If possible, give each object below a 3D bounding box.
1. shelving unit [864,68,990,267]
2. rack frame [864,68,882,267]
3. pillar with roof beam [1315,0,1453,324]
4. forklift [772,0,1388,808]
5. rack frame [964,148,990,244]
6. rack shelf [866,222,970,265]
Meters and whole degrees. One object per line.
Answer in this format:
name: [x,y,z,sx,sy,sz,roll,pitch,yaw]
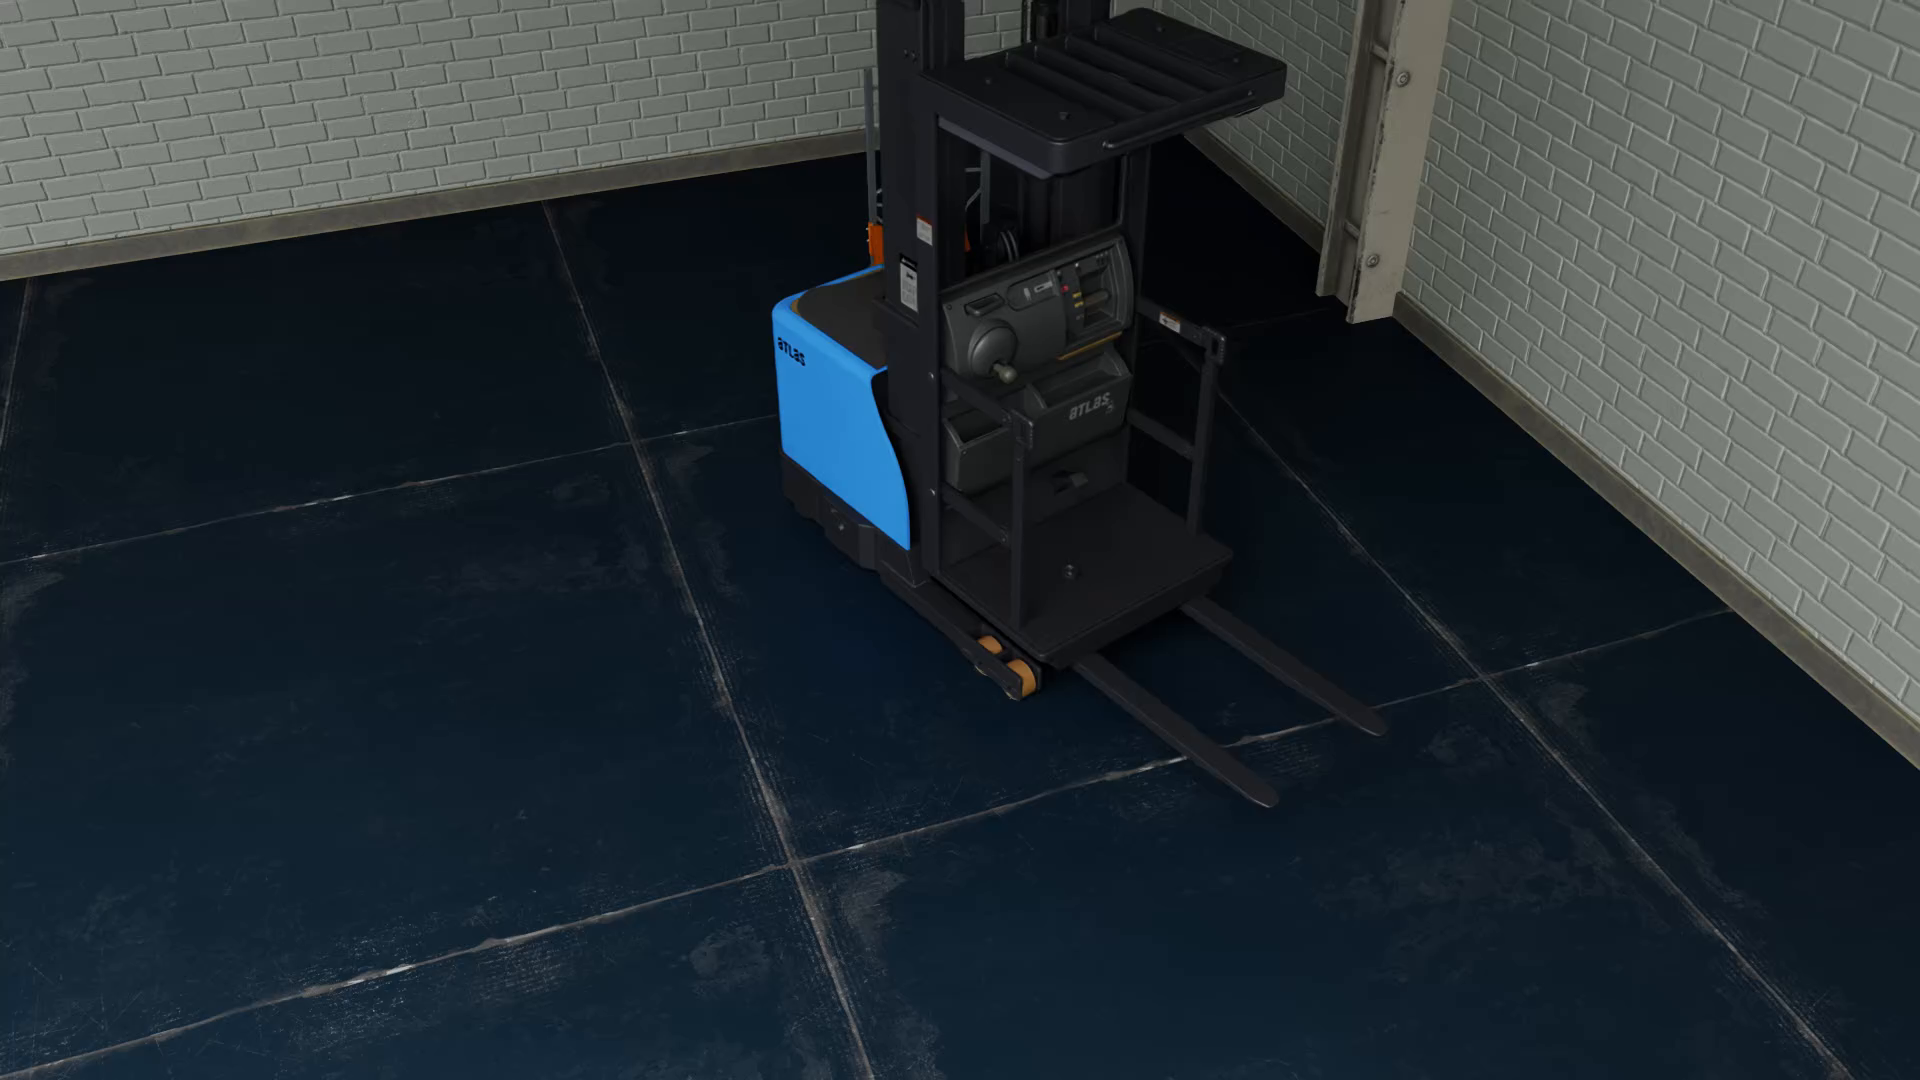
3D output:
shelving unit: [-0.175,-1.492,8.484,0.587,1.500,1.083,-4,37,-6]
rack frame: [-0.239,-1.801,8.894,0.500,1.500,0.032,-4,37,-6]
pillar with roof beam: [-1.769,-4.063,5.665,9.100,9.000,0.400,-12,39,-16]
forklift: [0.454,-0.852,6.445,1.130,2.935,3.031,-25,44,-30]
rack frame: [-0.112,-1.194,8.089,0.500,1.500,0.032,-4,37,-6]
rack shelf: [-0.176,-1.354,8.600,0.538,0.185,1.000,-4,37,-6]
